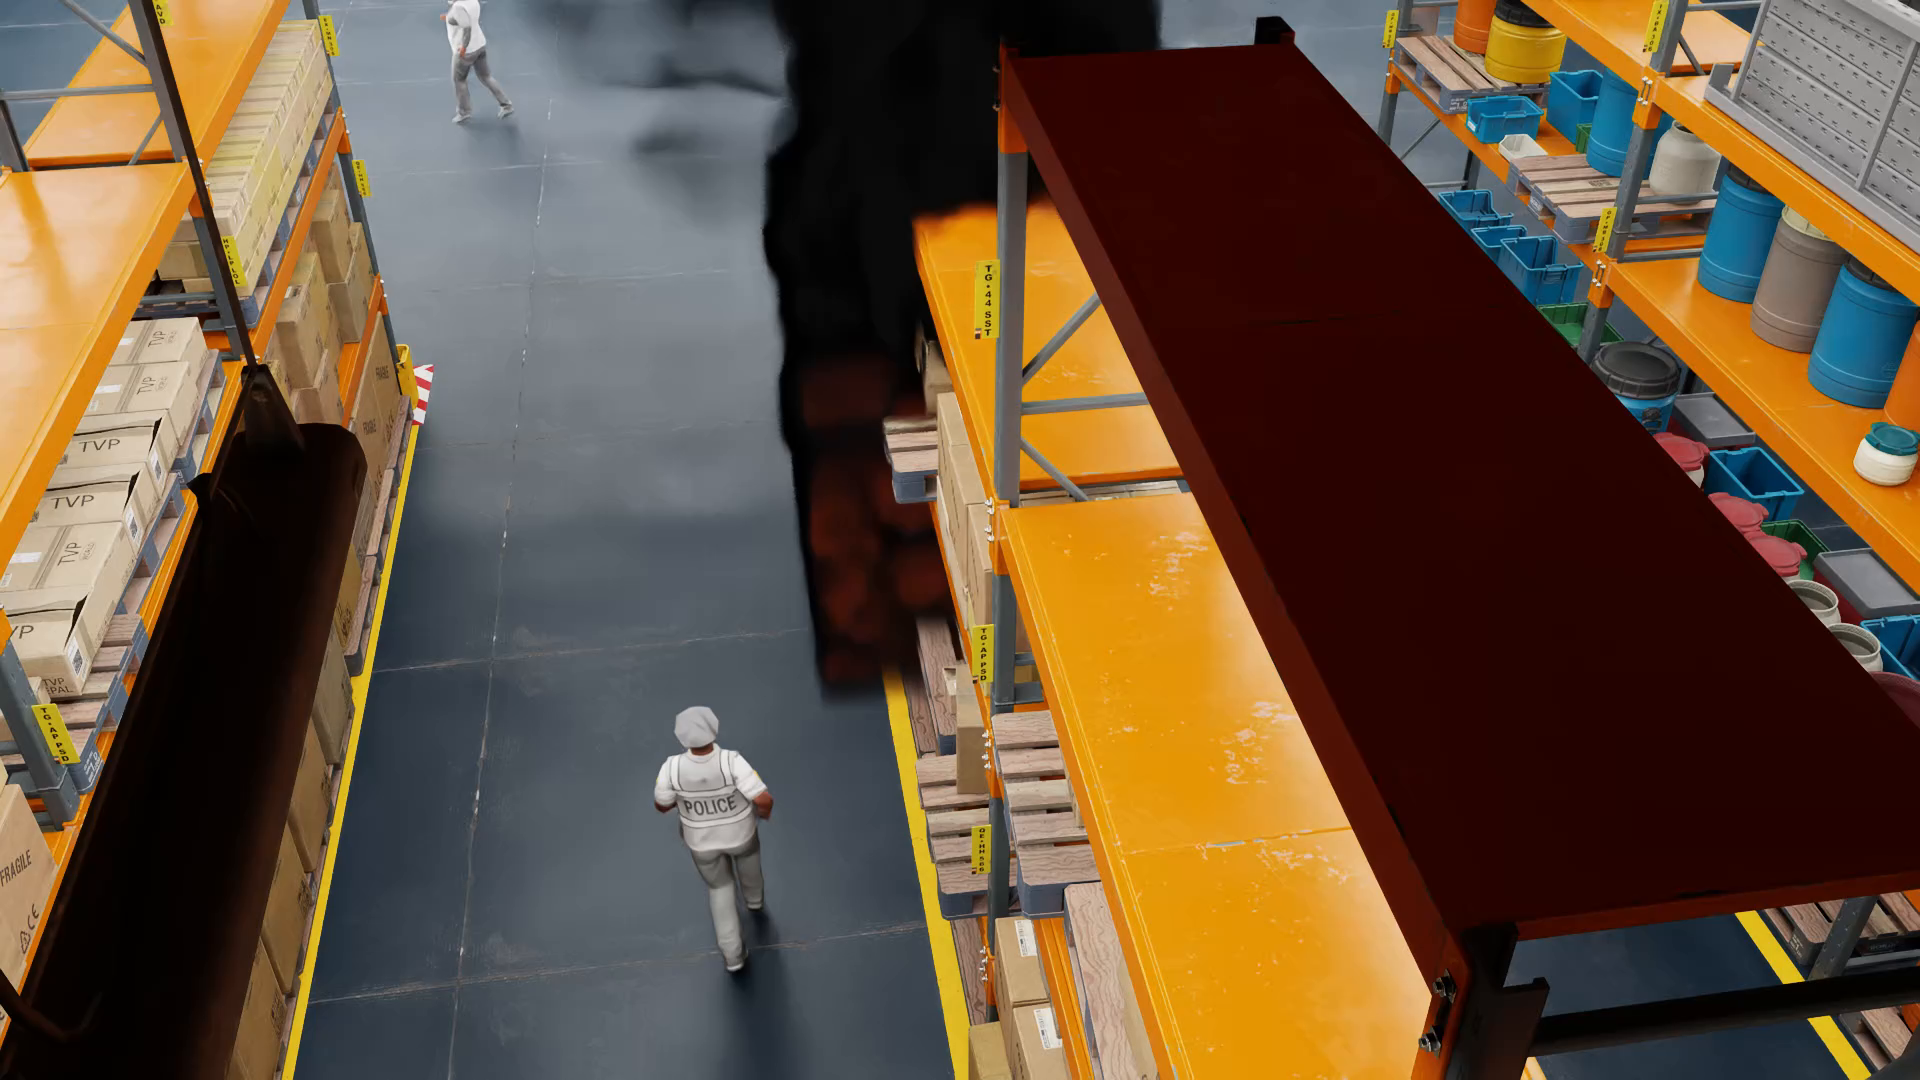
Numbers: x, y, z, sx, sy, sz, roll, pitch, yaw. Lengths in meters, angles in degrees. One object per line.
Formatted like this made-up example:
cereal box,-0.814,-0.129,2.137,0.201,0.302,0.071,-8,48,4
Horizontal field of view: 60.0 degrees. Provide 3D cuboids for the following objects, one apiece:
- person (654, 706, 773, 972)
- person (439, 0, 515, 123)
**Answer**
person,-1.404,1.740,9.657,0.670,1.834,0.829,-6,37,-8
person,-5.835,-5.848,19.902,0.829,1.828,0.657,13,38,18
